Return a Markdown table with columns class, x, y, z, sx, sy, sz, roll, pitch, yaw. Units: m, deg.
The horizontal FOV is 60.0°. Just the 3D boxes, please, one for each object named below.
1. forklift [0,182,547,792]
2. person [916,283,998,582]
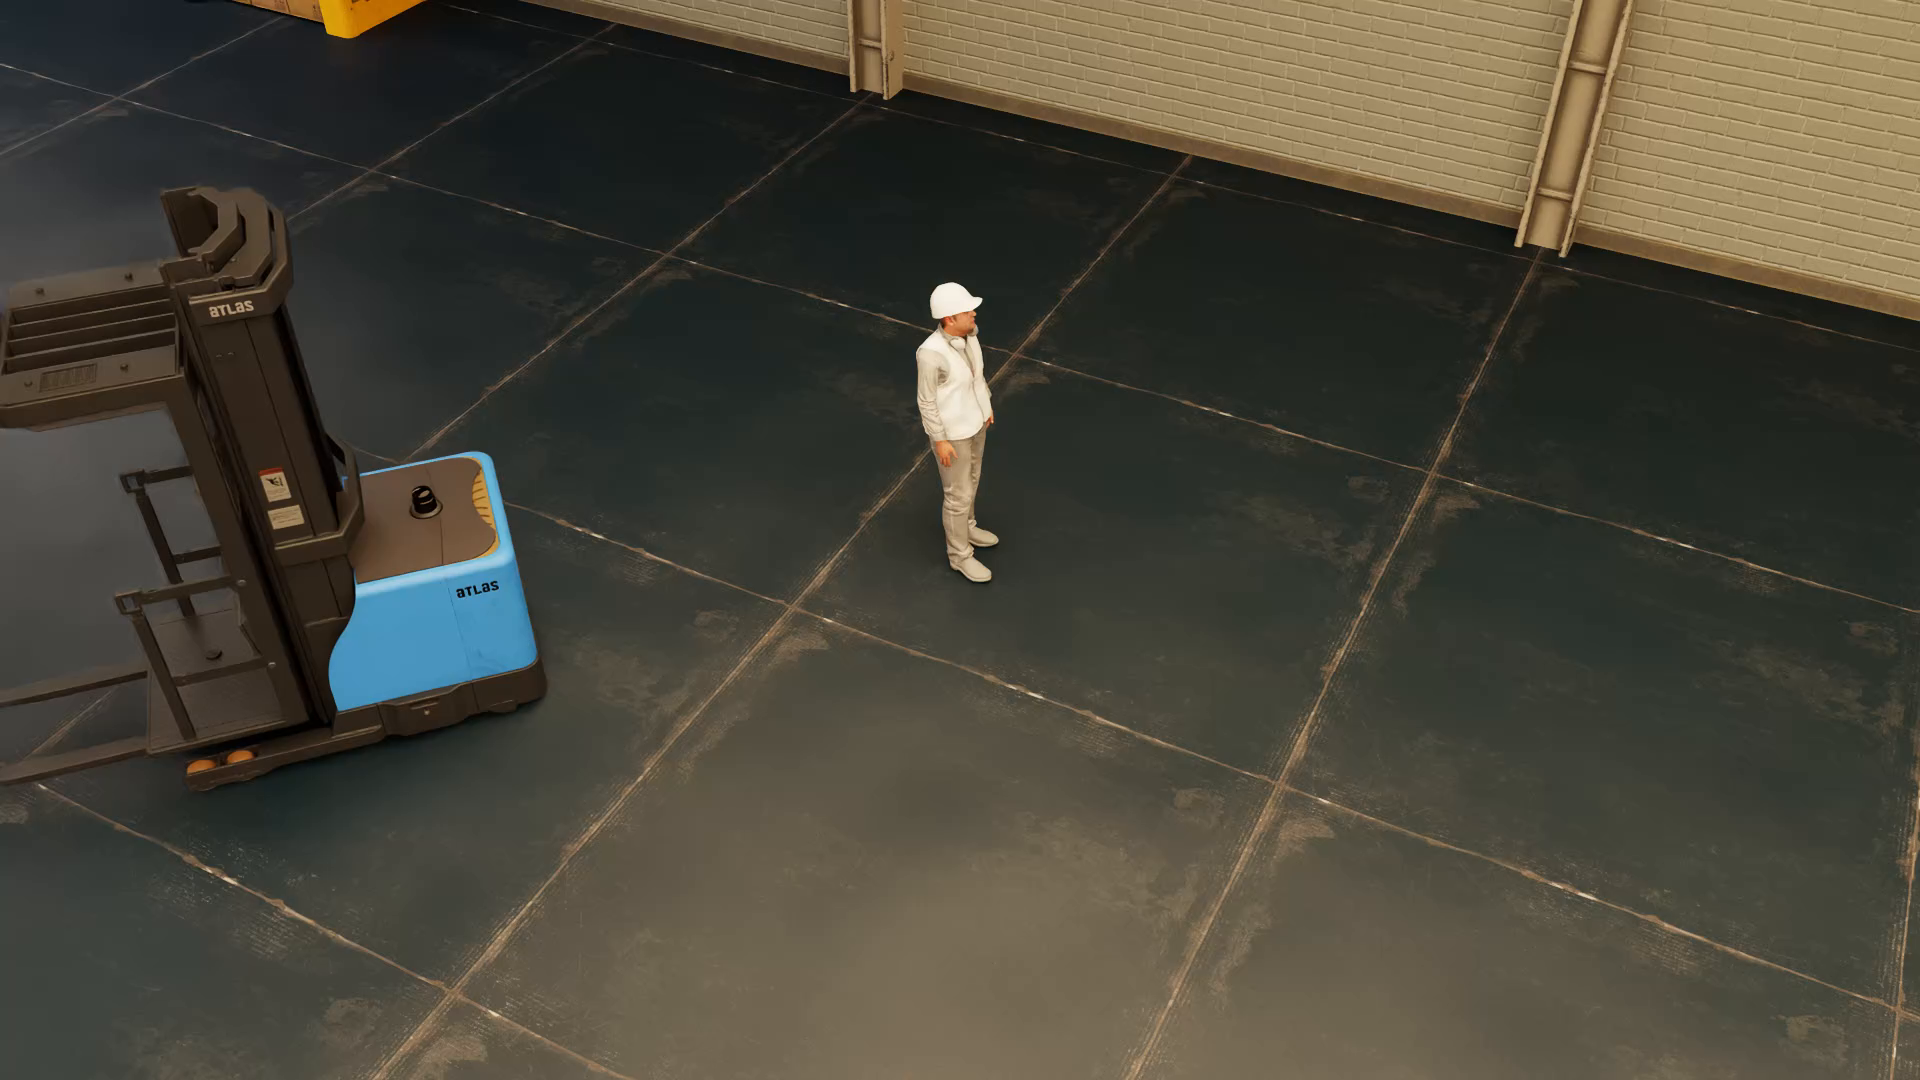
| class | x | y | z | sx | sy | sz | roll | pitch | yaw |
| --- | --- | --- | --- | --- | --- | --- | --- | --- | --- |
| forklift | -3.856 | -0.195 | 8.218 | 3.031 | 2.935 | 1.130 | -13 | 42 | -15 |
| person | 0.053 | -0.660 | 9.657 | 0.564 | 1.773 | 0.632 | 18 | 43 | 21 |
